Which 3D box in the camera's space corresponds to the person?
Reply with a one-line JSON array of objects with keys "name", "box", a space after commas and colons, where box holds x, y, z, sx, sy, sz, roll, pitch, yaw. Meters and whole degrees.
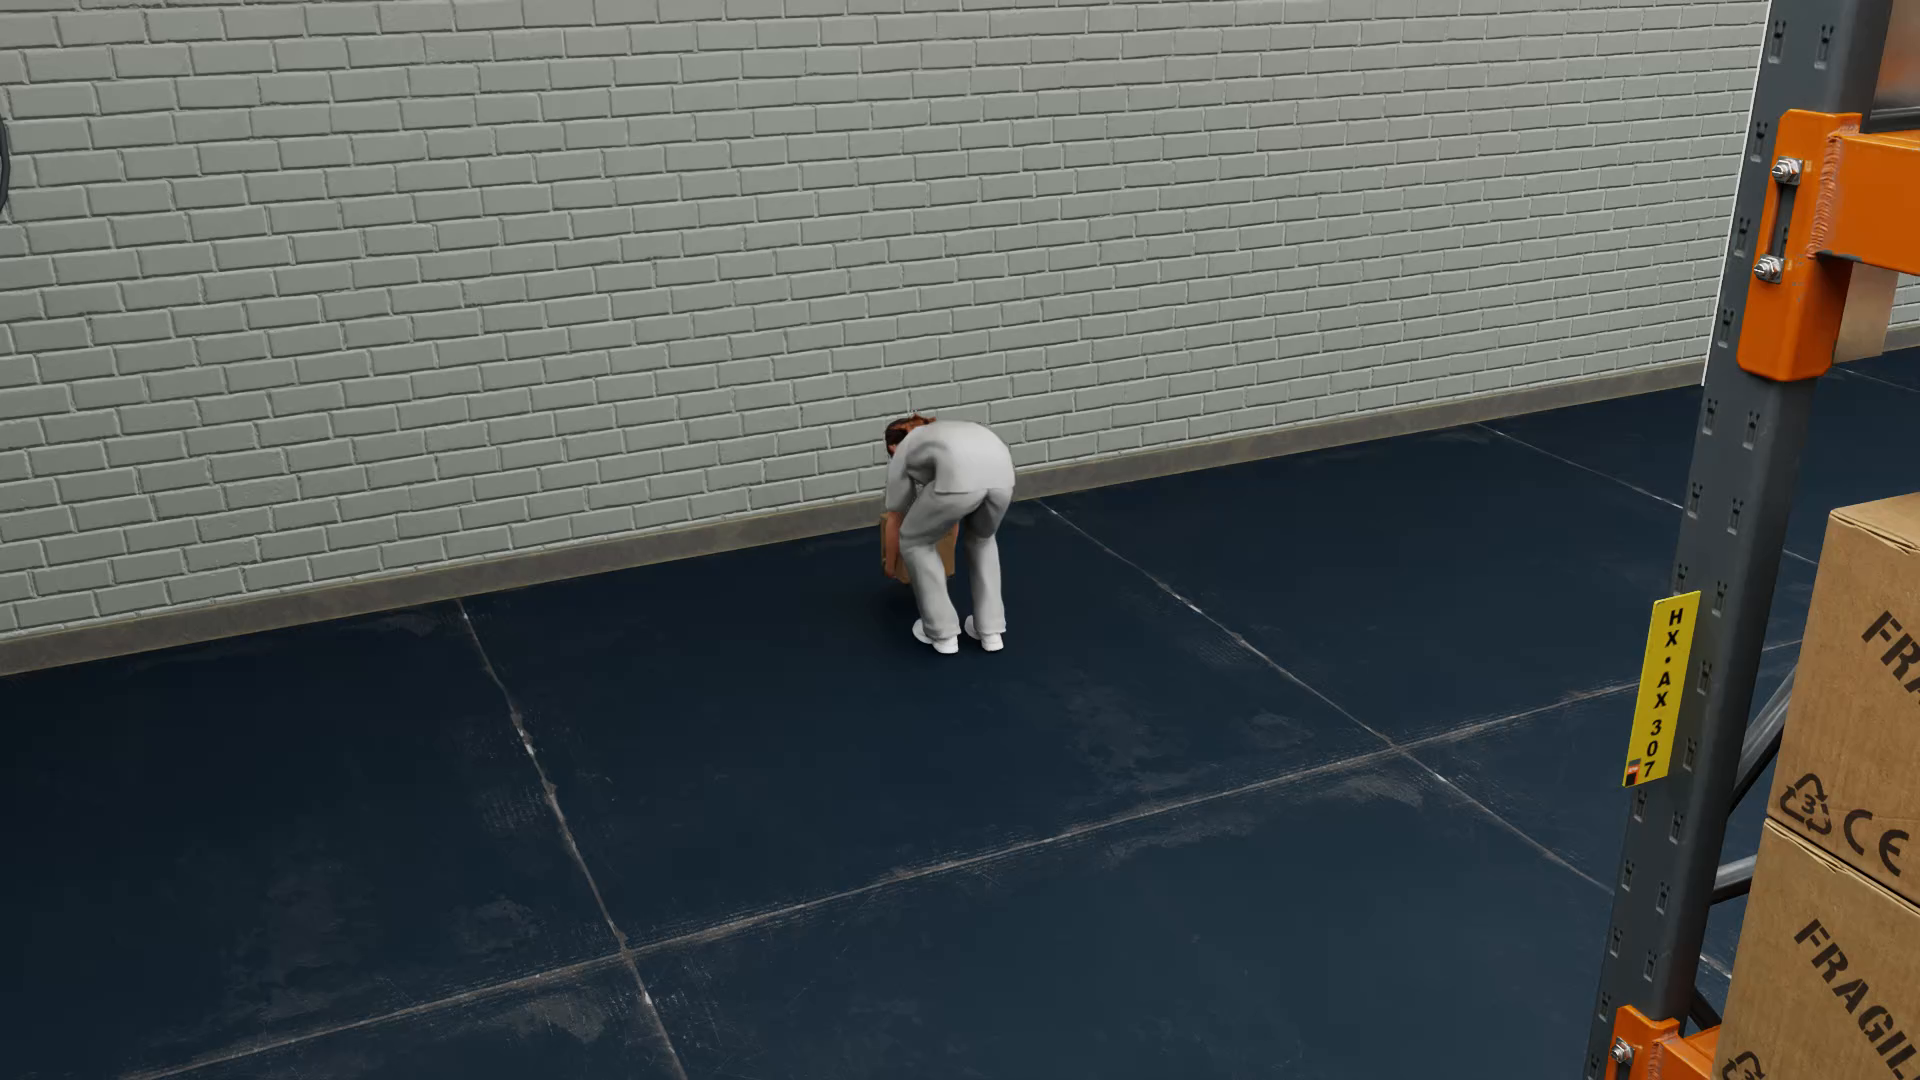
[{"name": "person", "box": [-0.081, -0.068, 7.168, 0.438, 0.986, 0.864, -11, 25, -26]}]
